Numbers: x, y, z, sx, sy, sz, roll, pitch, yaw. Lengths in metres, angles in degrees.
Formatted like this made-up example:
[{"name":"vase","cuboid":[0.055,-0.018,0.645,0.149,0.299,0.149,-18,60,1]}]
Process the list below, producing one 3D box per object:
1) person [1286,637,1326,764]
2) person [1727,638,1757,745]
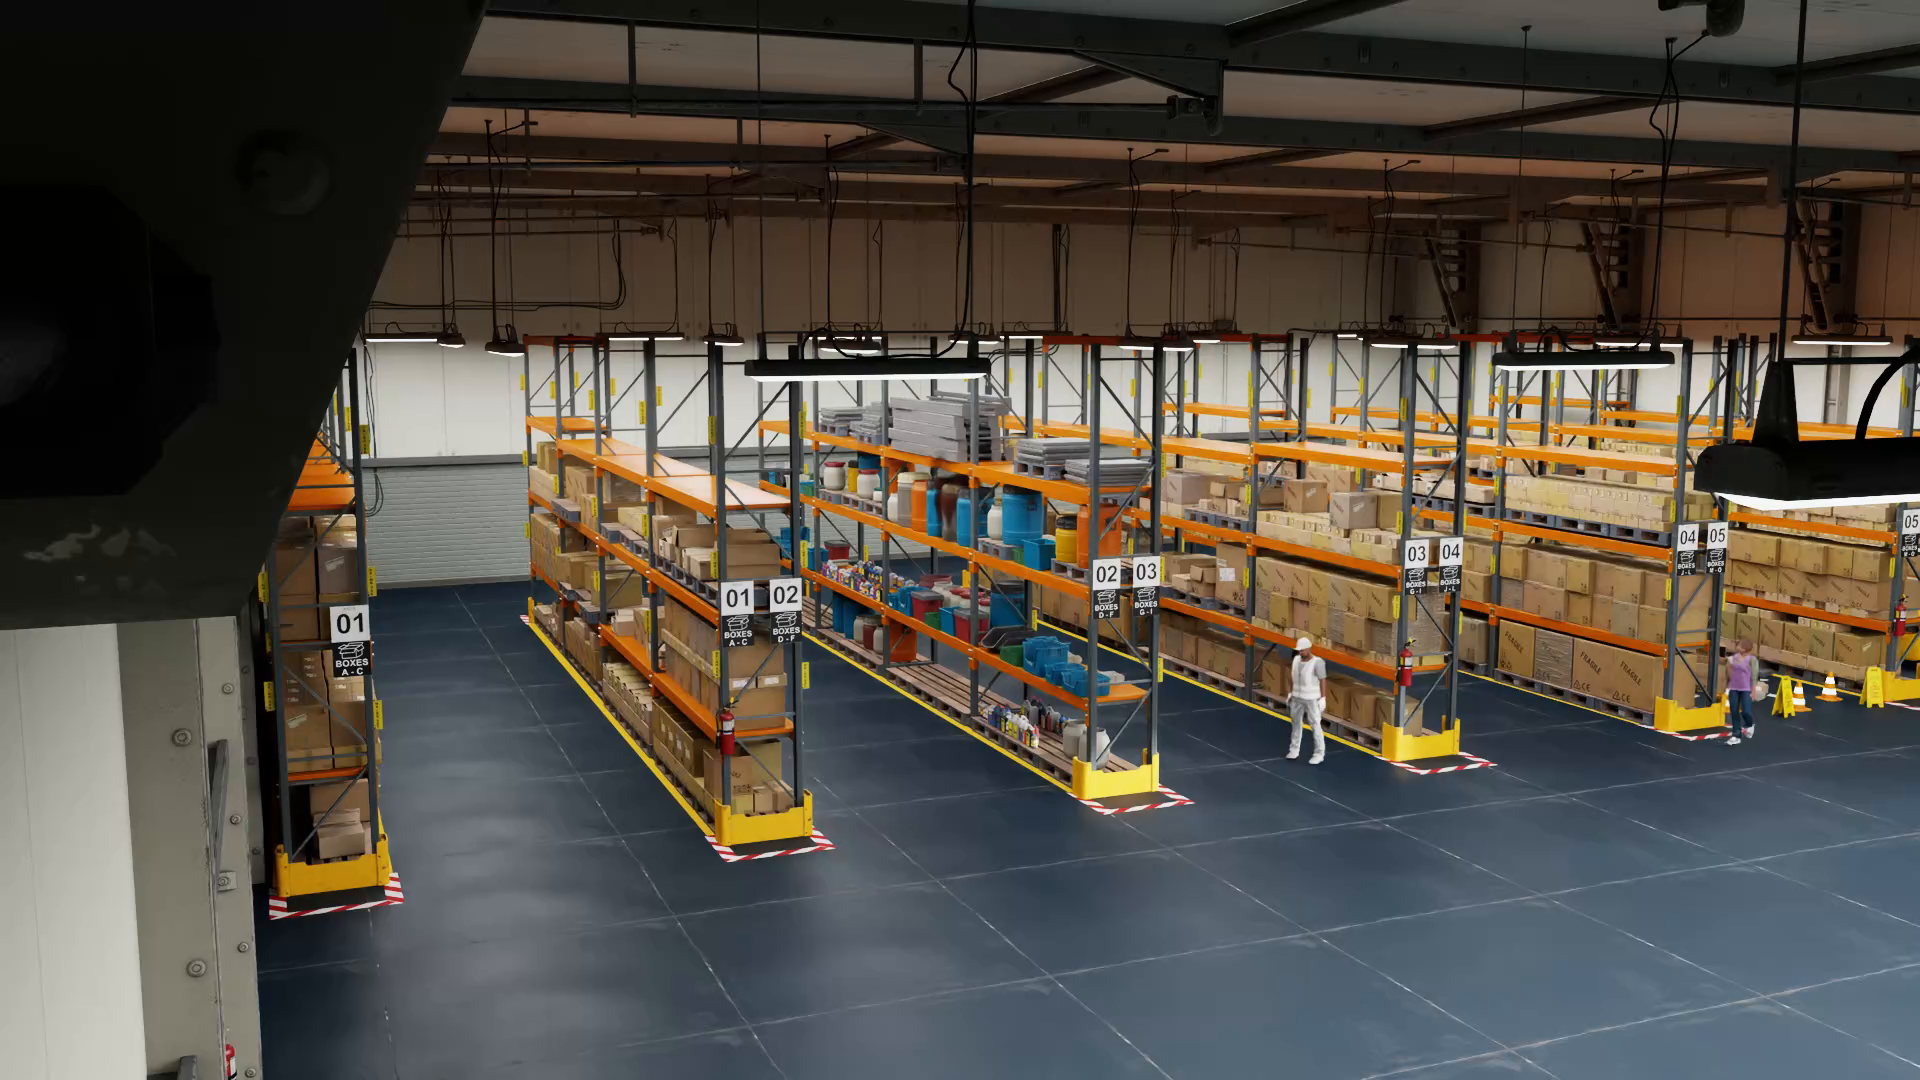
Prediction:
[{"name":"person","cuboid":[4.943,2.275,23.873,0.416,1.780,0.634,-7,10,-42]},{"name":"person","cuboid":[11.659,2.245,24.770,0.424,1.595,0.487,7,10,43]}]
